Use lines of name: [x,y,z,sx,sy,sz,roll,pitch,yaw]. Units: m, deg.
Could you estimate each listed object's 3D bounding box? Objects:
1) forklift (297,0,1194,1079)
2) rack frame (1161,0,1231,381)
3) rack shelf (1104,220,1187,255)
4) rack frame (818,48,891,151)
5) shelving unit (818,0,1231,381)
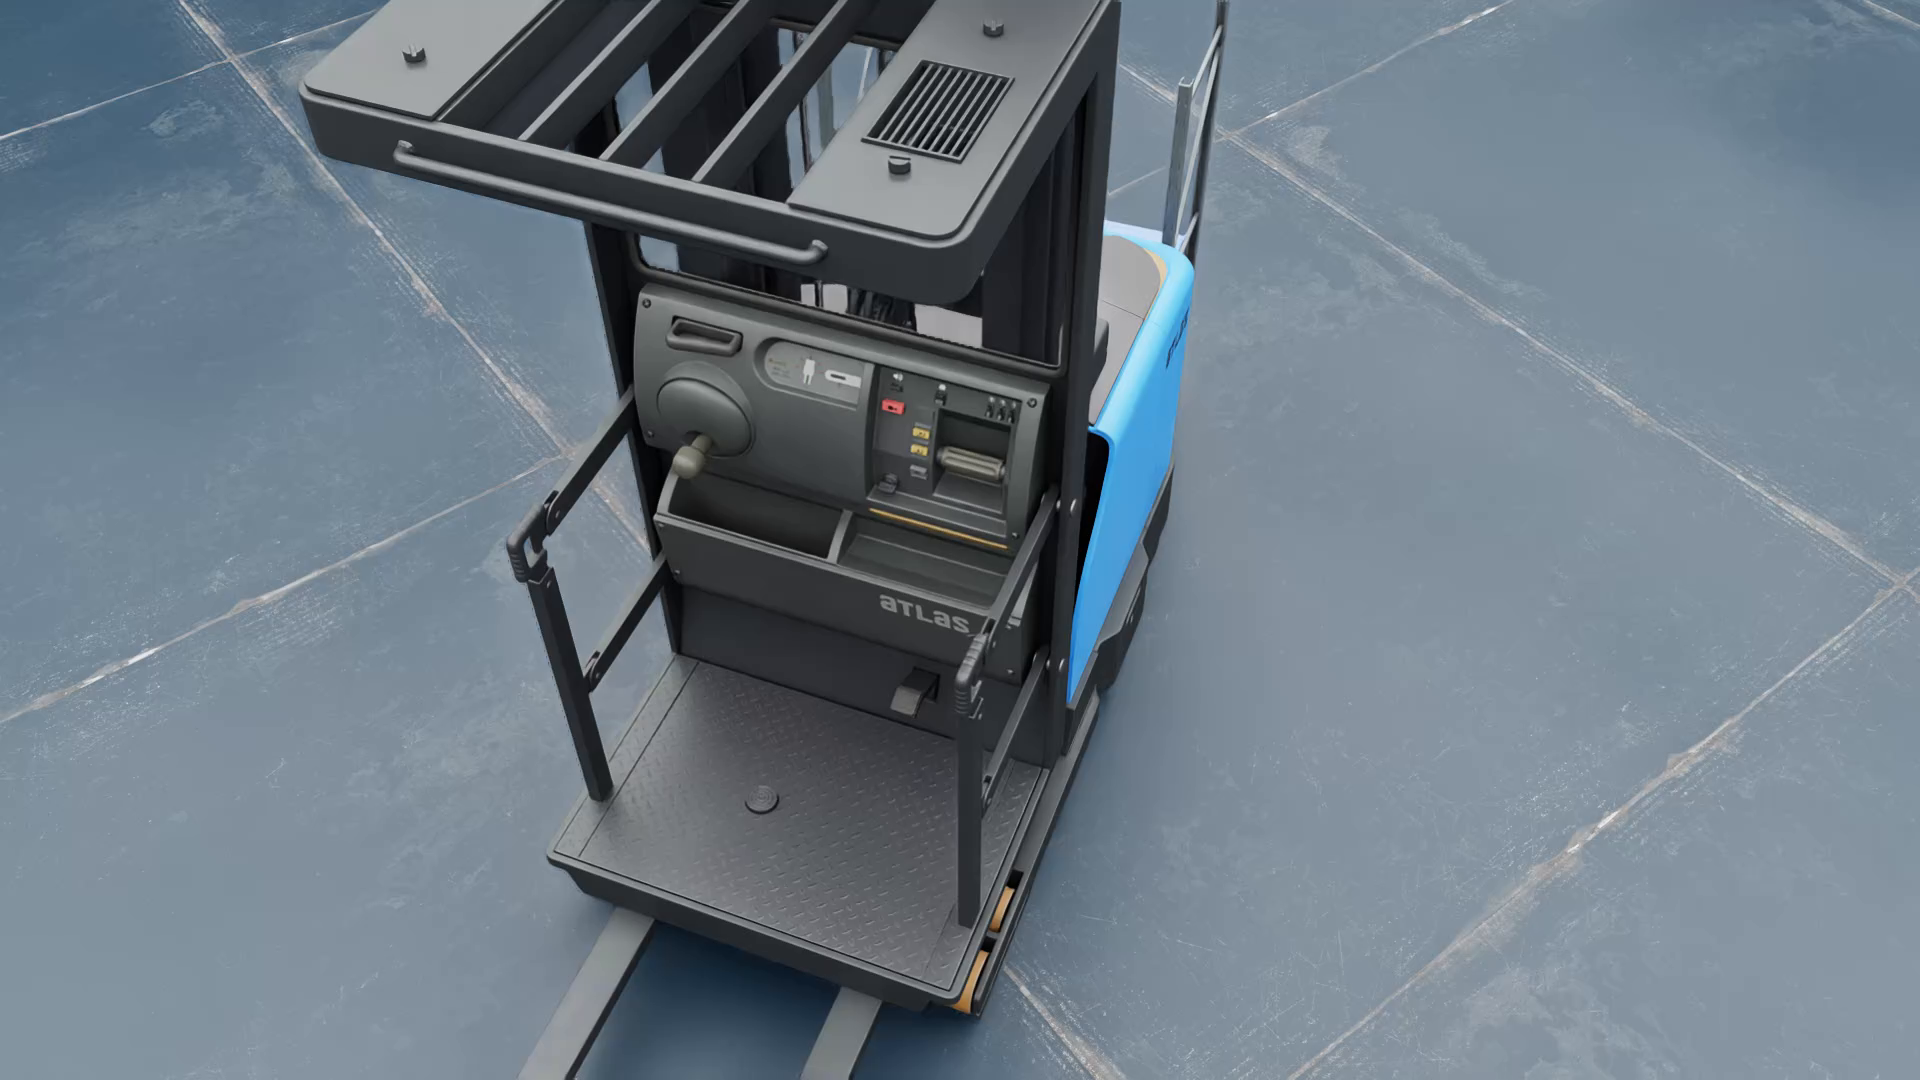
forklift: [-0.347,-0.160,3.417,1.130,2.935,3.031,16,50,14]
rack frame: [0.658,-0.842,5.001,0.032,1.500,0.500,14,49,12]
rack shelf: [0.177,-0.841,5.243,1.000,0.185,0.538,14,49,12]
rack frame: [-0.305,-1.082,5.219,0.032,1.500,0.500,14,49,12]
shelving unit: [0.177,-0.962,5.110,1.048,1.500,0.538,14,49,12]
